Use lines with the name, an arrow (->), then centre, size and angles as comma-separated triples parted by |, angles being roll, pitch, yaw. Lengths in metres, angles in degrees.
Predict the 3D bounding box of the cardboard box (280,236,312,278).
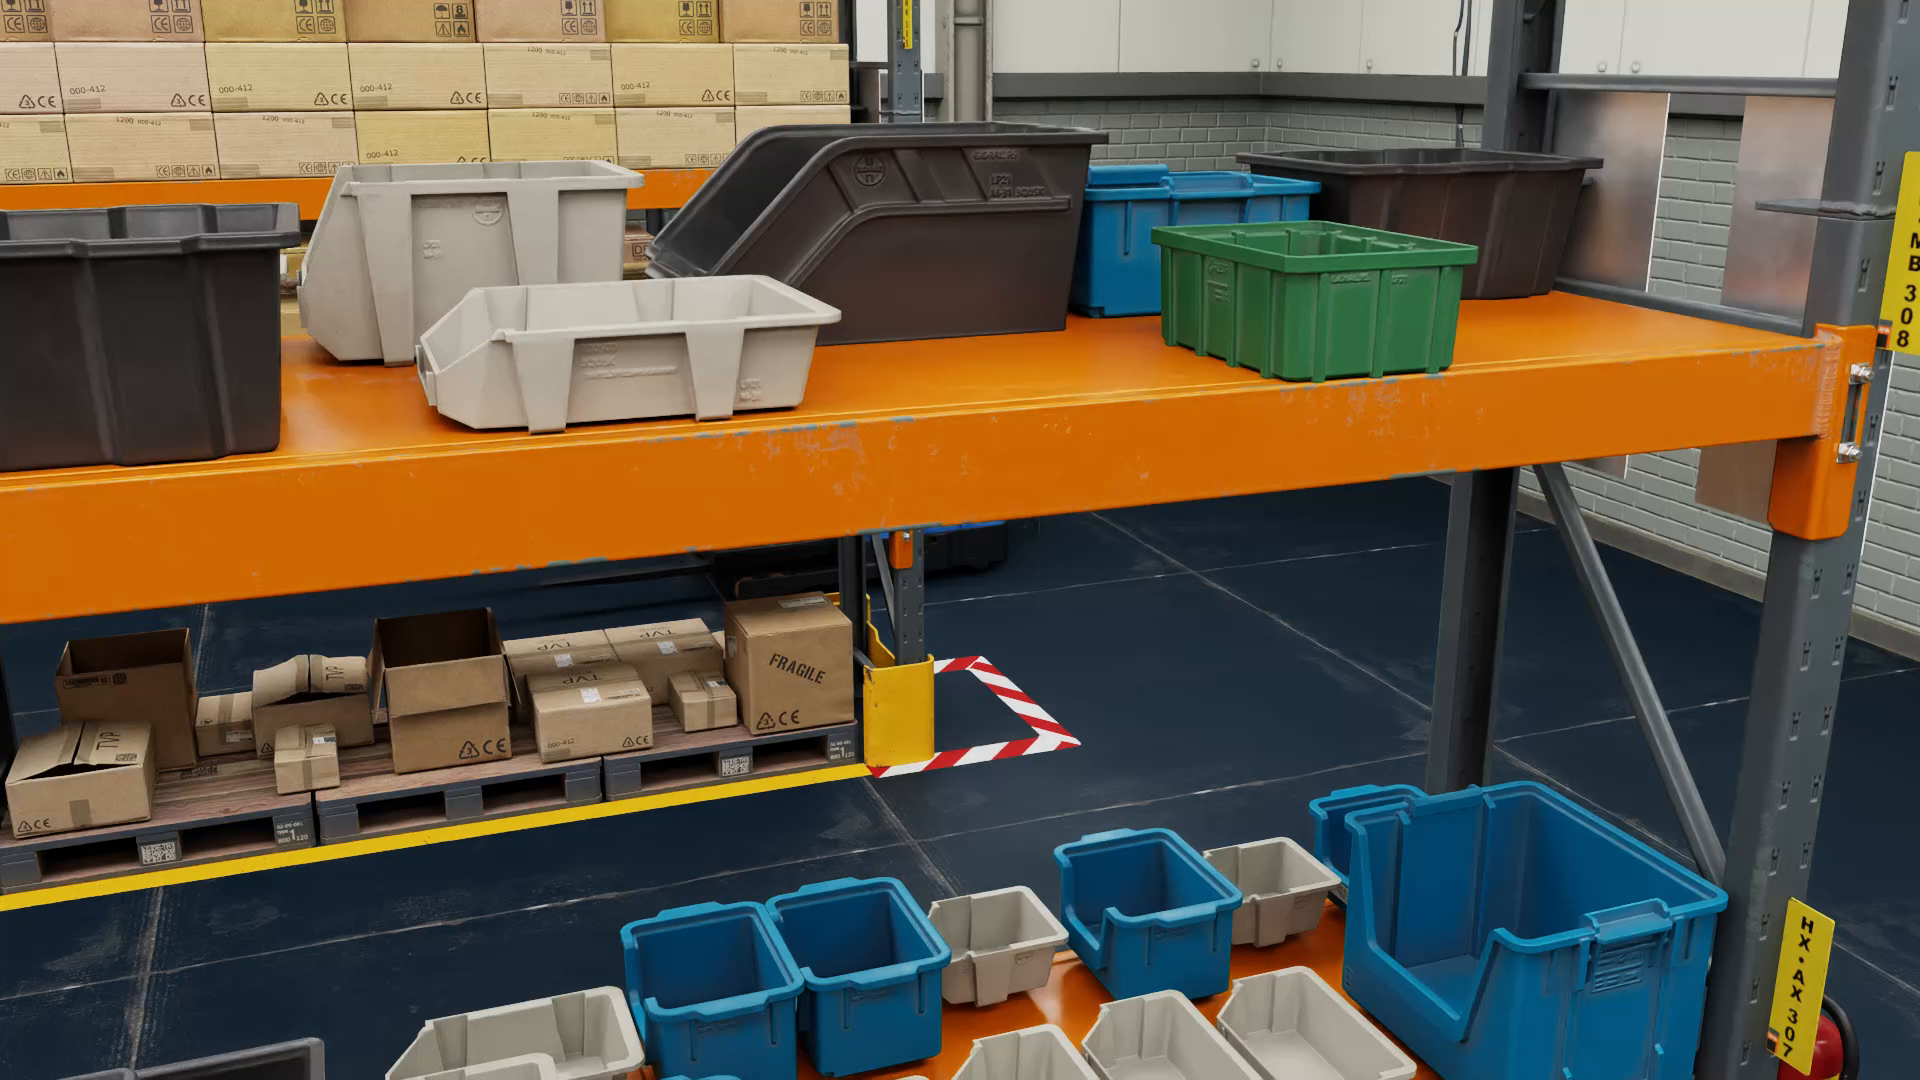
cardboard box -> -4.718, -1.695, 11.514 | 0.700, 0.700, 0.980 | -7, 18, -21

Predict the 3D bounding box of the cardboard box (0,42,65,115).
cardboard box -> -3.595, -1.716, 6.174 | 0.500, 0.250, 0.500 | -6, 17, -20

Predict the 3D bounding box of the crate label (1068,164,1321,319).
crate label -> 0.389, -0.585, 3.207 | 0.502, 0.251, 0.408 | -6, 17, -20

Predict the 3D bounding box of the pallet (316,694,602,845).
pallet -> -2.356, 1.020, 7.752 | 1.213, 0.211, 1.003 | -6, 17, -20

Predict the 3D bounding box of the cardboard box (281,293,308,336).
cardboard box -> -2.636, -0.731, 6.810 | 0.500, 0.500, 0.500 | -7, 18, -22

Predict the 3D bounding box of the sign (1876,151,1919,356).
sign -> 1.578, -0.471, 2.741 | 0.005, 0.325, 0.100 | -6, 17, -20

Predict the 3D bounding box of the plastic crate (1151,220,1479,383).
plastic crate -> 0.547, -0.388, 2.649 | 0.336, 0.188, 0.450 | -6, 17, -20

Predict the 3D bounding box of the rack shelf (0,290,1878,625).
rack shelf -> -0.502, -0.118, 2.628 | 4.000, 0.370, 1.077 | -6, 17, -20

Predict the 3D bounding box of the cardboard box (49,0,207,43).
cardboard box -> -3.180, -2.165, 6.370 | 0.500, 0.500, 0.700 | -6, 17, -20

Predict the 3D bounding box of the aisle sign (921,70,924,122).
aisle sign -> -0.230, -1.702, 7.458 | 0.004, 0.787, 0.394 | -6, 17, -20

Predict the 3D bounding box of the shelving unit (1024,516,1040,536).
shelving unit -> 0.287, -0.610, 11.546 | 0.503, 1.200, 0.258 | -7, 18, -22

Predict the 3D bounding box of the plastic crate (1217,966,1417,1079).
plastic crate -> 0.669, 1.002, 3.222 | 0.243, 0.136, 0.396 | -6, 17, -20

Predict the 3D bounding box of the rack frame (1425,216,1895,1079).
rack frame -> 1.366, 0.775, 3.636 | 0.127, 3.000, 1.000 | -6, 17, -20

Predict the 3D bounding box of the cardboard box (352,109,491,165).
cardboard box -> -2.194, -1.627, 6.759 | 0.500, 0.250, 0.500 | -6, 17, -20

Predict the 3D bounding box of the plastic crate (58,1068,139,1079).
plastic crate -> -1.446, 1.095, 2.327 | 0.583, 0.464, 0.402 | -6, 17, -20

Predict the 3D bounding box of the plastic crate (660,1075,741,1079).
plastic crate -> -0.460, 1.101, 2.716 | 0.300, 0.233, 0.416 | -6, 17, -20

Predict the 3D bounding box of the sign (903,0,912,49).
sign -> -0.223, -2.245, 7.024 | 0.005, 0.325, 0.100 | -6, 17, -20

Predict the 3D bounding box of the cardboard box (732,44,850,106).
cardboard box -> -0.792, -2.017, 7.198 | 0.500, 0.250, 0.500 | -6, 17, -20

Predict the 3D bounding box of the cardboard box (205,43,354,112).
cardboard box -> -2.658, -1.815, 6.509 | 0.500, 0.250, 0.500 | -6, 17, -20

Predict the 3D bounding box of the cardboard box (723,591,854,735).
cardboard box -> -0.823, 0.579, 7.958 | 0.500, 0.500, 0.500 | -6, 17, -20

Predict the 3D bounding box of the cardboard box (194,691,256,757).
cardboard box -> -3.379, 0.846, 7.674 | 0.250, 0.149, 0.380 | -6, 17, -20

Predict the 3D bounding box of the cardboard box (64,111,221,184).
cardboard box -> -3.127, -1.526, 6.414 | 0.500, 0.250, 0.500 | -6, 17, -20

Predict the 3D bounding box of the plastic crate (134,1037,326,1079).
plastic crate -> -1.420, 1.098, 2.918 | 0.590, 0.125, 0.437 | -6, 17, -20

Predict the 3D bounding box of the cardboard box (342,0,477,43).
cardboard box -> -2.303, -2.307, 6.855 | 0.500, 0.500, 0.700 | -6, 17, -20

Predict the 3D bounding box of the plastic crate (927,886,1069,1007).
plastic crate -> 0.055, 0.890, 3.606 | 0.298, 0.136, 0.250 | -6, 17, -20

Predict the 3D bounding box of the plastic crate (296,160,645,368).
plastic crate -> -0.814, -0.465, 2.746 | 0.530, 0.282, 0.437 | -6, 17, -20

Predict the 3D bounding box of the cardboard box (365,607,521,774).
cardboard box -> -2.386, 0.670, 7.641 | 0.637, 0.503, 0.797 | -6, 17, -20

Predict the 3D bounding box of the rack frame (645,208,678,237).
rack frame -> -2.179, -1.832, 12.512 | 0.127, 3.000, 1.000 | -6, 17, -20

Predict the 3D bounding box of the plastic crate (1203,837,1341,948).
plastic crate -> 0.688, 0.821, 3.839 | 0.298, 0.136, 0.250 | -6, 17, -20

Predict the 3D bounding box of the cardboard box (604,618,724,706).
cardboard box -> -1.479, 0.610, 8.296 | 0.500, 0.250, 0.500 | -6, 17, -20

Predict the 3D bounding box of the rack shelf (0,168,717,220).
rack shelf -> -2.271, -1.421, 7.067 | 4.000, 0.370, 1.077 | -6, 17, -20

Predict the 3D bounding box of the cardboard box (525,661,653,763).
cardboard box -> -1.721, 0.787, 7.694 | 0.500, 0.250, 0.500 | -6, 17, -20

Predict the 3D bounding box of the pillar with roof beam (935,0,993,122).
pillar with roof beam -> 1.573, -4.077, 9.512 | 0.400, 9.000, 9.100 | -6, 17, -20

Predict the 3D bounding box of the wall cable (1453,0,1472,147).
wall cable -> 3.230, -3.697, 13.726 | 0.112, 2.526, 3.097 | -6, 17, -20

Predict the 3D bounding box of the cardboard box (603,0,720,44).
cardboard box -> -1.374, -2.411, 7.211 | 0.500, 0.500, 0.700 | -6, 17, -20

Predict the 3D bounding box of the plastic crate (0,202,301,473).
plastic crate -> -1.111, -0.251, 2.039 | 0.590, 0.269, 0.497 | -6, 17, -20

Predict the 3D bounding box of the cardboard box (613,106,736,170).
cardboard box -> -1.259, -1.727, 7.099 | 0.500, 0.250, 0.500 | -6, 17, -20

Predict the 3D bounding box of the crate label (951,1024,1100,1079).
crate label -> 0.142, 1.062, 3.018 | 0.243, 0.136, 0.396 | -6, 17, -20

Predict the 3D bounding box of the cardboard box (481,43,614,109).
cardboard box -> -1.727, -1.917, 6.858 | 0.500, 0.250, 0.500 | -6, 17, -20

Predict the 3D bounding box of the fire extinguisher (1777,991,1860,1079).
fire extinguisher -> 1.669, 1.095, 3.344 | 0.183, 0.674, 0.296 | -6, 17, -20

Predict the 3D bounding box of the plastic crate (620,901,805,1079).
plastic crate -> -0.492, 0.928, 3.306 | 0.300, 0.233, 0.416 | -6, 17, -20

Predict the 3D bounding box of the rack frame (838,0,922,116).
rack frame -> -0.403, -3.407, 7.230 | 0.127, 3.000, 1.000 | -6, 17, -20

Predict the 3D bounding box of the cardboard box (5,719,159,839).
cardboard box -> -3.669, 0.968, 6.969 | 0.500, 0.311, 0.500 | -6, 17, -20

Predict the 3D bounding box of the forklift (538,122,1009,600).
forklift -> -1.246, -1.180, 10.416 | 3.031, 2.935, 1.130 | -7, 18, -22

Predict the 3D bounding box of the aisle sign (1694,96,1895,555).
aisle sign -> 1.538, -0.403, 3.032 | 0.004, 0.787, 0.394 | -6, 17, -20

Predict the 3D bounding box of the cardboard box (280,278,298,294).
cardboard box -> -2.811, -0.875, 7.304 | 0.500, 0.500, 0.500 | -6, 17, -20
